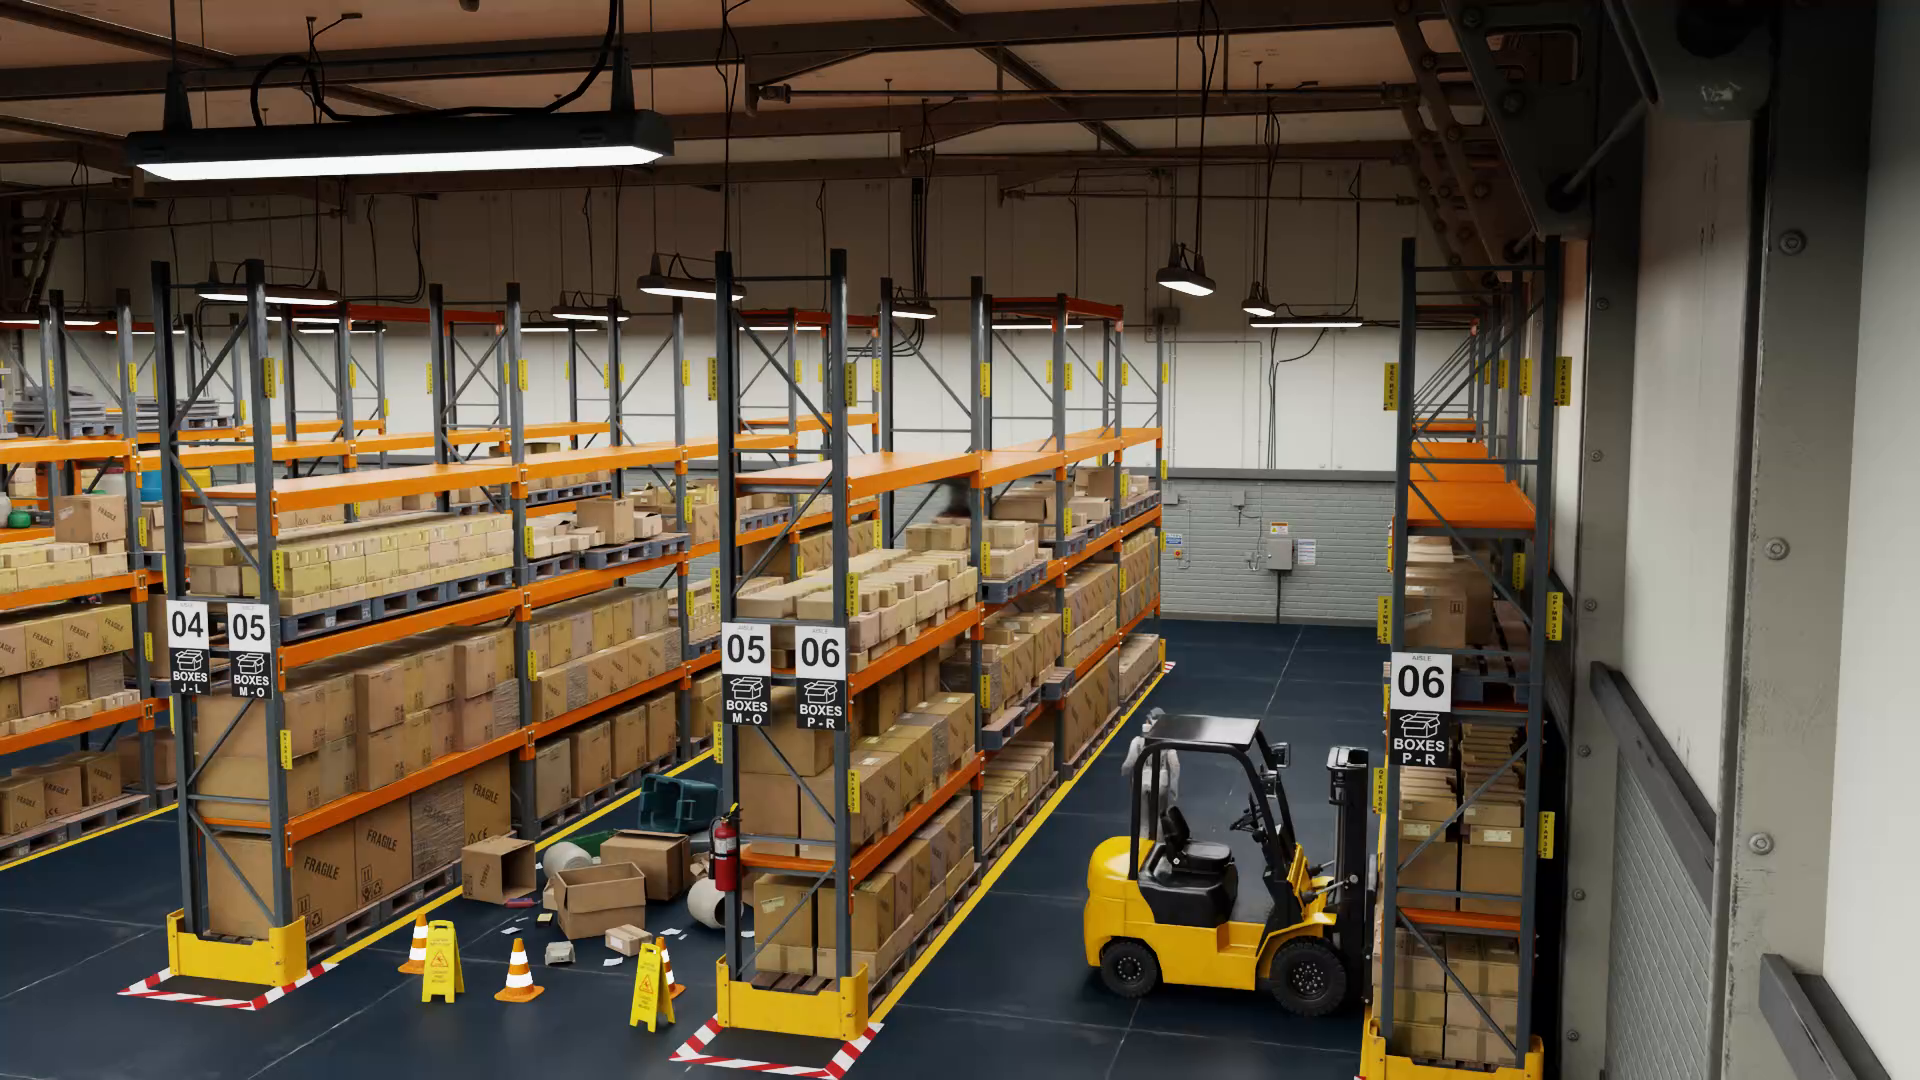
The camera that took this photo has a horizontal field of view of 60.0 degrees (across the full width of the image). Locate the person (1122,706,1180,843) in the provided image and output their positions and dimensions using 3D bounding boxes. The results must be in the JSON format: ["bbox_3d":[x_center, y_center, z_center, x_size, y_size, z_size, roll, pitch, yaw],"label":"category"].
[{"bbox_3d":[1.948,2.553,17.129,0.627,1.701,0.735,1,6,13],"label":"person"}]
